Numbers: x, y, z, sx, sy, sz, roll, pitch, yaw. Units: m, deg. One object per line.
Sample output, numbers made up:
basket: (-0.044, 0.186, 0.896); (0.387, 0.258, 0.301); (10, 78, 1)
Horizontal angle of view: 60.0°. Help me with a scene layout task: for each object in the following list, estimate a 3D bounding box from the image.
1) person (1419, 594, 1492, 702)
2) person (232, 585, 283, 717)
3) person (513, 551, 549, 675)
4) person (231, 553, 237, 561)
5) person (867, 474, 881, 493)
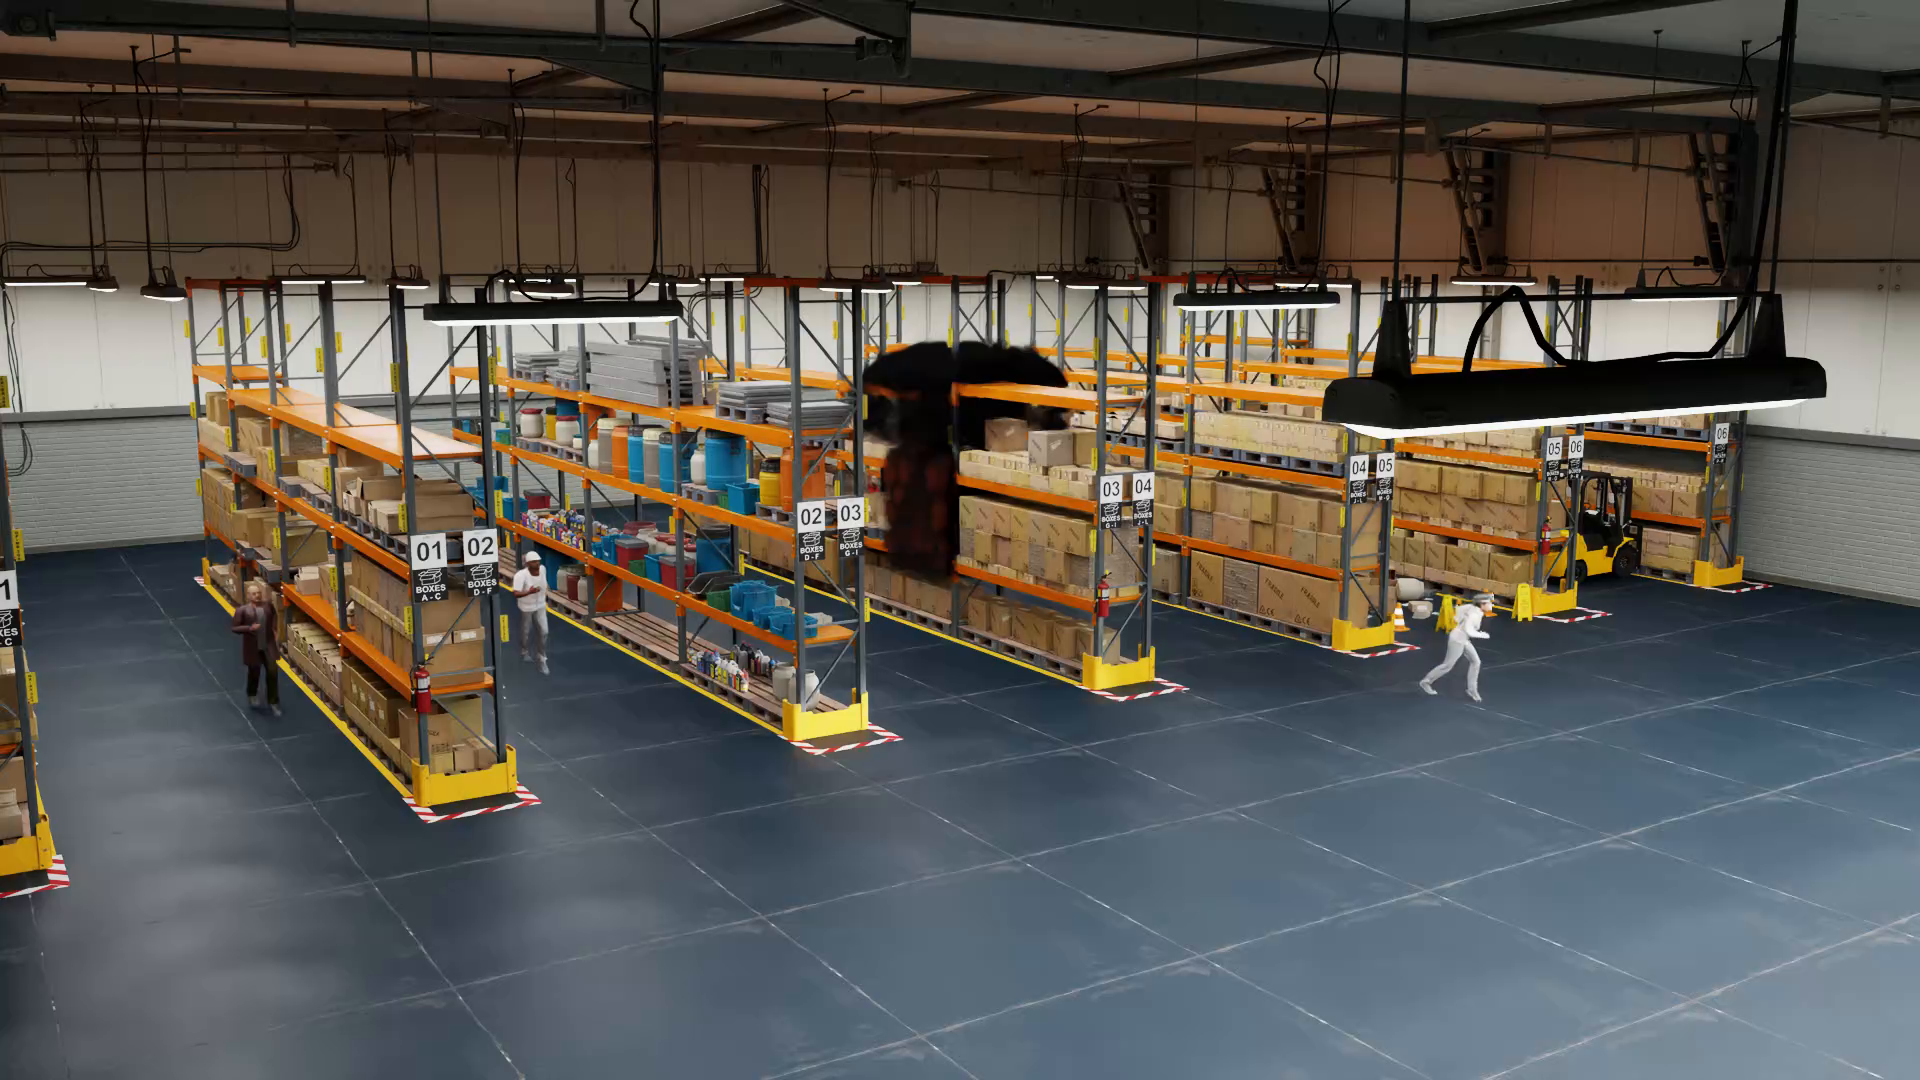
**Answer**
person: (7.200, 1.556, 24.183); (0.960, 1.623, 0.657); (3, 10, 17)
person: (-9.885, 1.539, 23.426); (0.695, 1.828, 0.916); (-8, 12, -38)
person: (-6.387, 1.082, 24.843); (0.662, 1.882, 0.802); (-8, 12, -39)
person: (-14.649, -0.194, 34.379); (0.904, 1.580, 0.552); (0, 10, -2)
person: (-1.929, -0.555, 36.043); (0.642, 1.768, 0.915); (-9, 13, -42)
